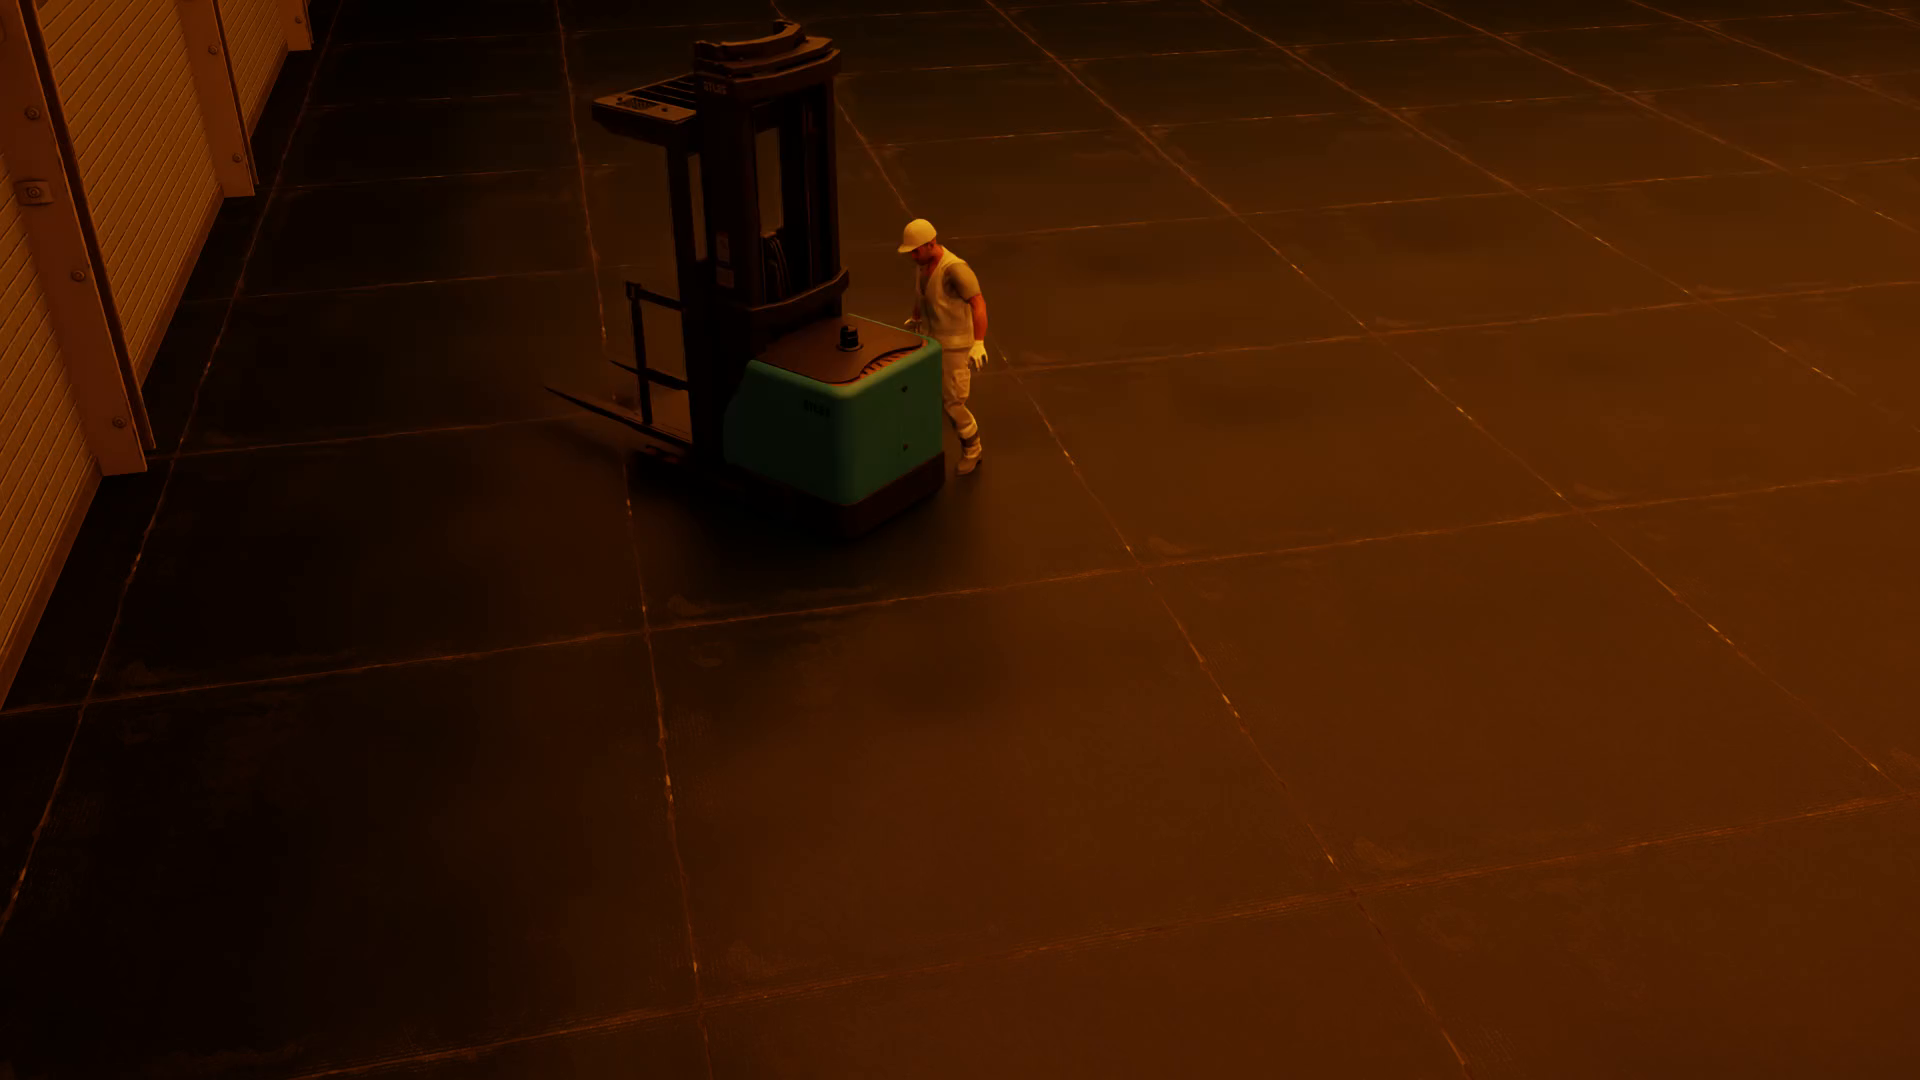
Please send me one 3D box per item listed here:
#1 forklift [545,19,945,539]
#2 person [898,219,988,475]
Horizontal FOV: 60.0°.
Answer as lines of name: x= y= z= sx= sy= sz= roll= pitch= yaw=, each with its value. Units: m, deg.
forklift: x=-1.580 y=-1.858 z=10.785 sx=3.031 sy=2.935 sz=1.130 roll=21 pitch=36 yaw=32
person: x=-0.172 y=-1.306 z=11.058 sx=0.472 sy=1.723 sz=1.059 roll=-22 pitch=37 yaw=-33
